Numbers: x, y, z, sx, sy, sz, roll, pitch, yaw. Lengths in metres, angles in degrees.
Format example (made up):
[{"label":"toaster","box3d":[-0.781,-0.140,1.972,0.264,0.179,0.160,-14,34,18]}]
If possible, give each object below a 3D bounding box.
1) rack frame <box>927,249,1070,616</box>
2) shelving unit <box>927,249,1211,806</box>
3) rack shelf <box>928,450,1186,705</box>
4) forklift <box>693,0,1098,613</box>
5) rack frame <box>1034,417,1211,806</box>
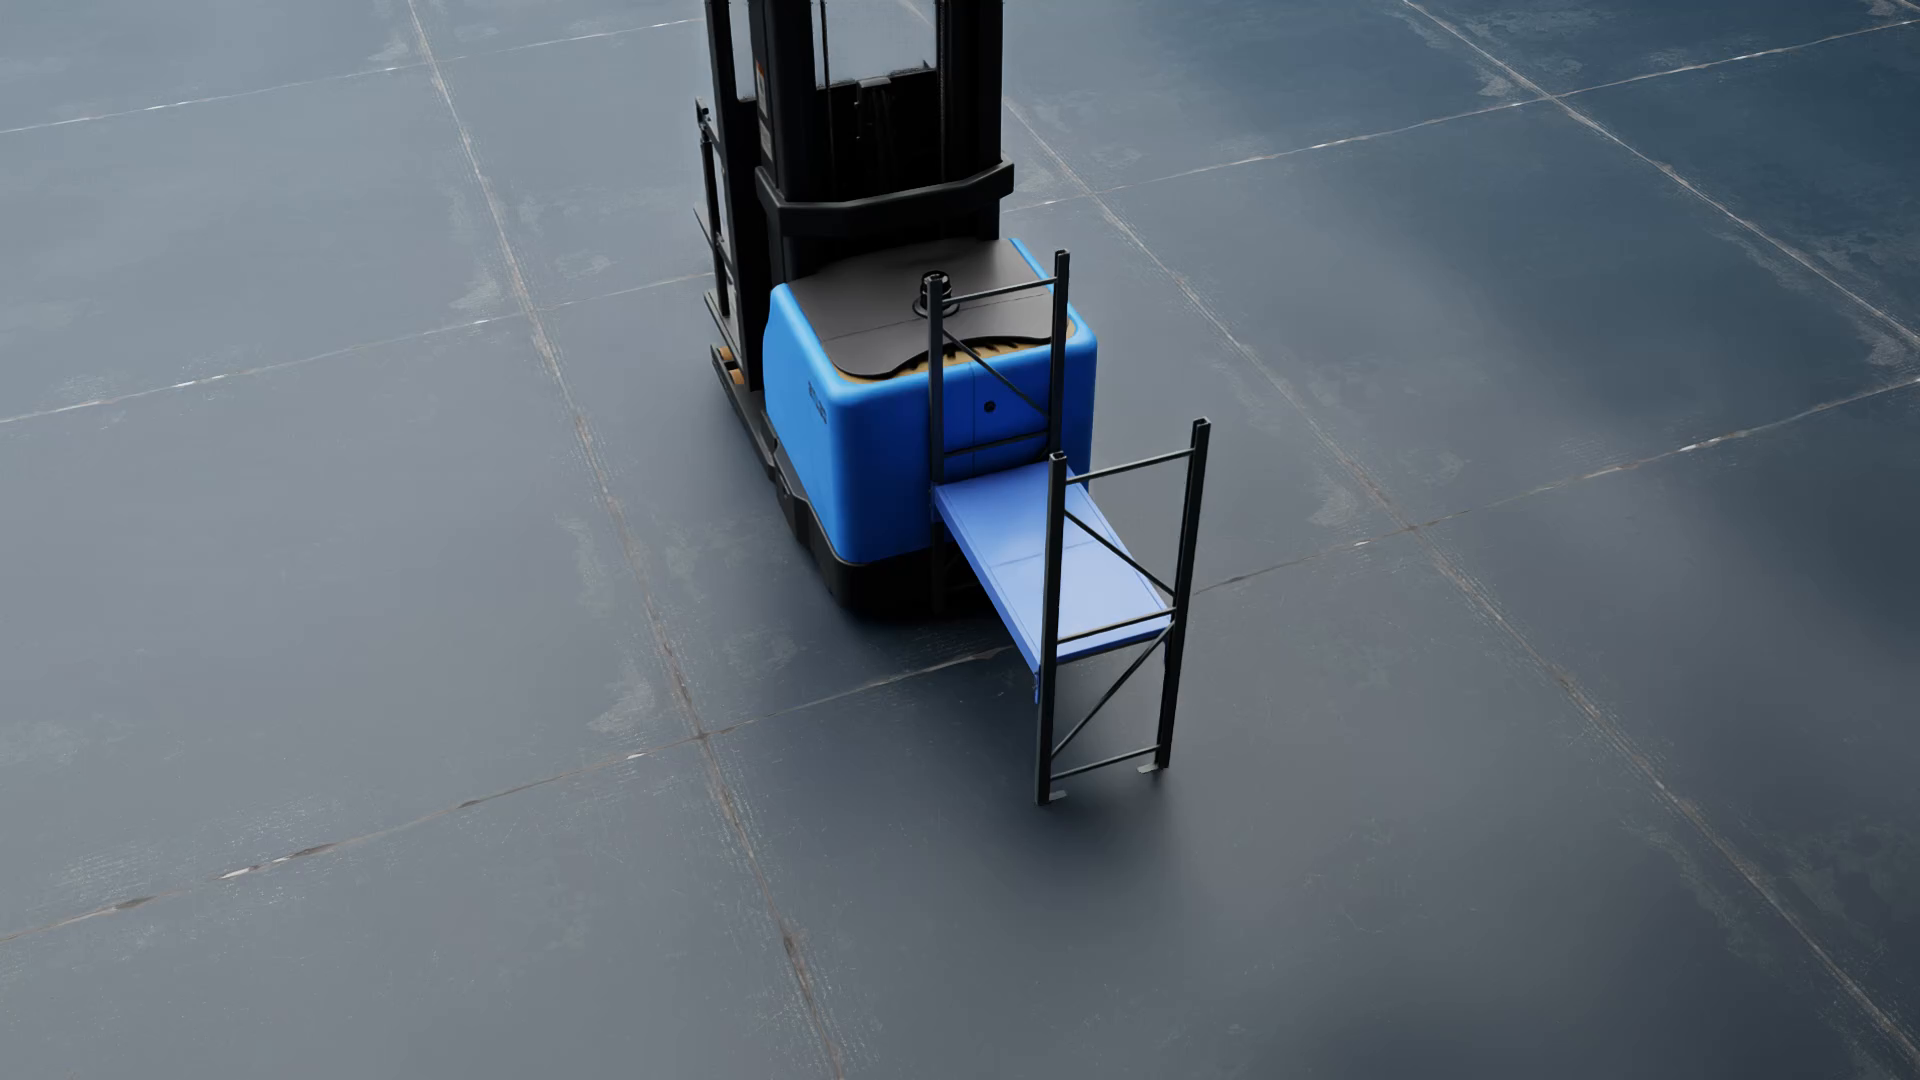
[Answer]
[{"label":"rack frame","box3d":[0.130,-0.344,6.000,0.500,1.500,0.032,-14,43,-16]},{"label":"shelving unit","box3d":[0.312,-0.034,5.639,0.538,1.500,1.048,-14,43,-16]},{"label":"rack shelf","box3d":[0.312,0.102,5.757,0.538,0.185,1.000,-14,43,-16]},{"label":"forklift","box3d":[-0.486,-1.802,6.597,1.130,2.935,3.031,-14,43,-16]},{"label":"rack frame","box3d":[0.493,0.275,5.279,0.500,1.500,0.032,-14,43,-16]}]
